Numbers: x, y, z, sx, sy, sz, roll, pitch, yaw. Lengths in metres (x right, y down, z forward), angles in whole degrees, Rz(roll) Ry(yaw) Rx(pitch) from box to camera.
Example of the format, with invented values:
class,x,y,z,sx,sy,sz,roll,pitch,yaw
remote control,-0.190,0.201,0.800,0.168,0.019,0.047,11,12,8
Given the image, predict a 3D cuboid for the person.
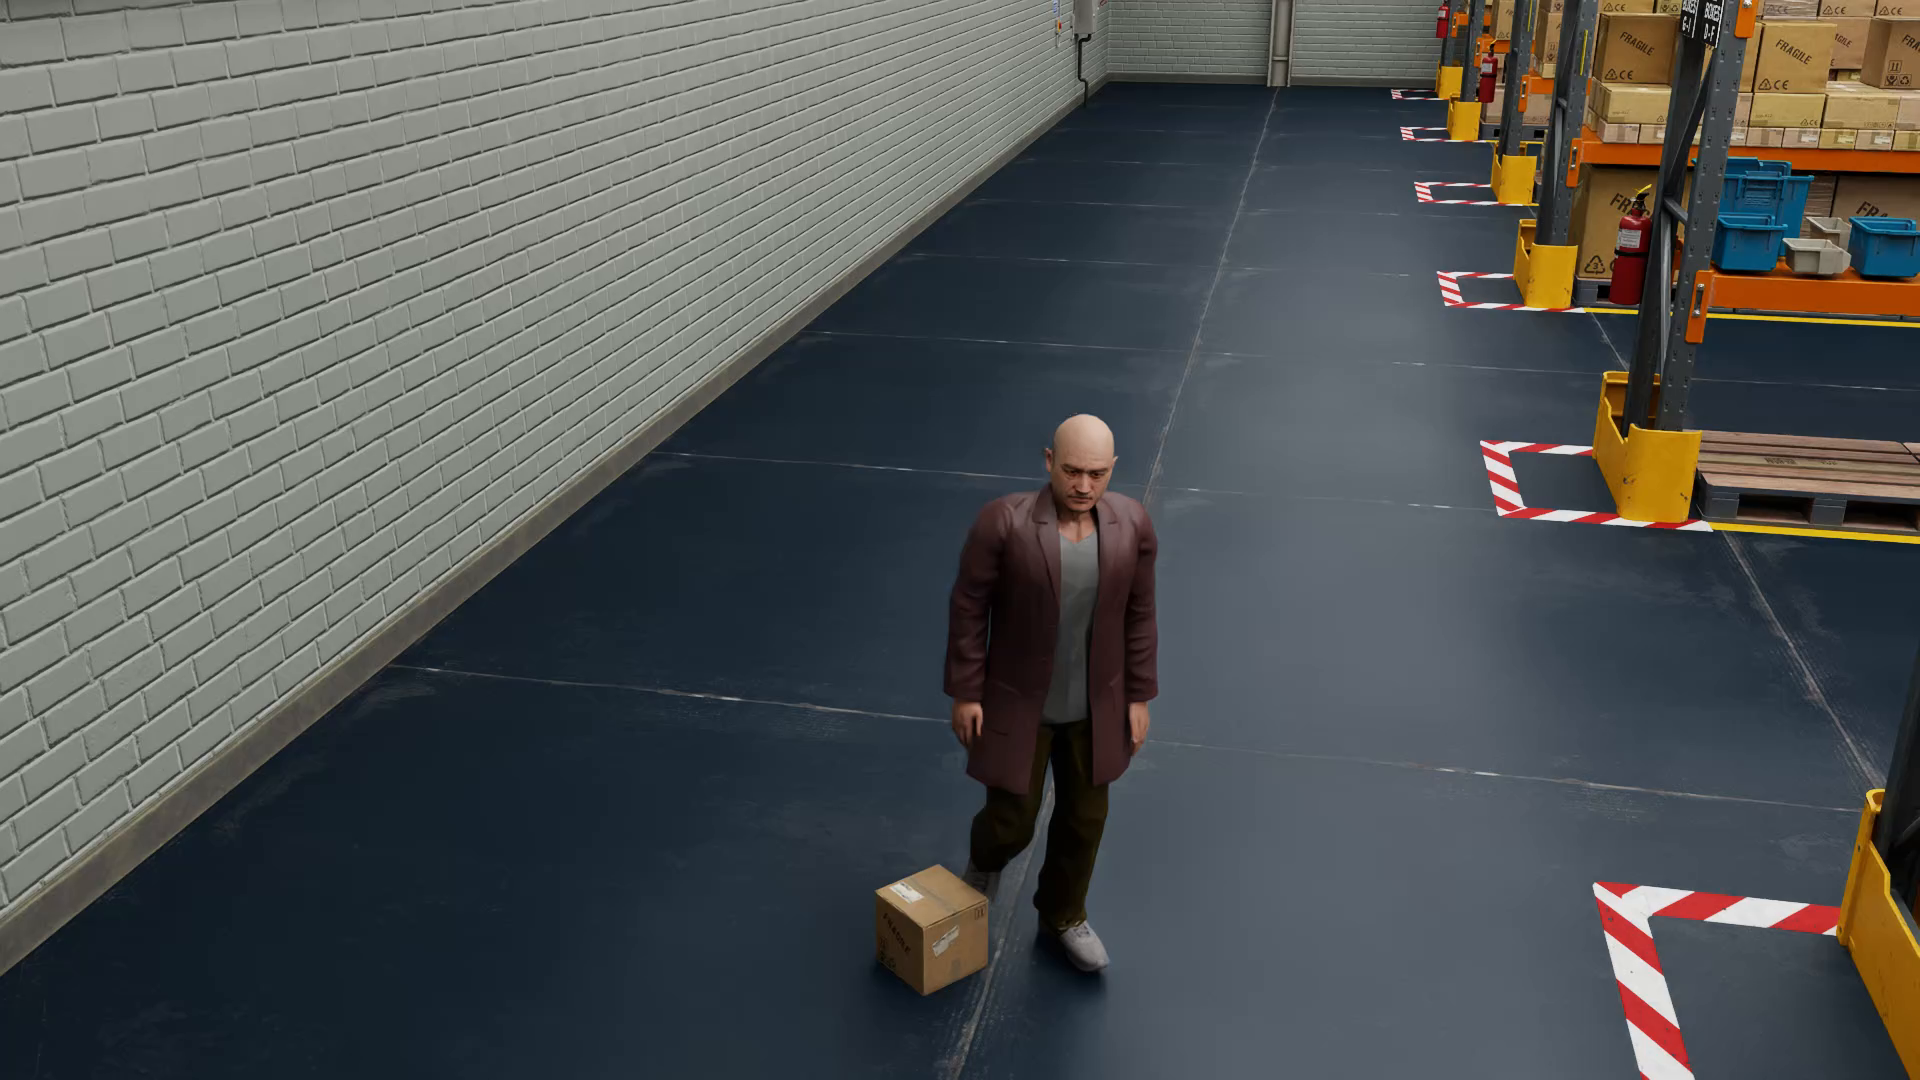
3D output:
class,x,y,z,sx,sy,sz,roll,pitch,yaw
person,0.245,0.462,4.941,0.633,1.695,0.609,-5,22,-13
